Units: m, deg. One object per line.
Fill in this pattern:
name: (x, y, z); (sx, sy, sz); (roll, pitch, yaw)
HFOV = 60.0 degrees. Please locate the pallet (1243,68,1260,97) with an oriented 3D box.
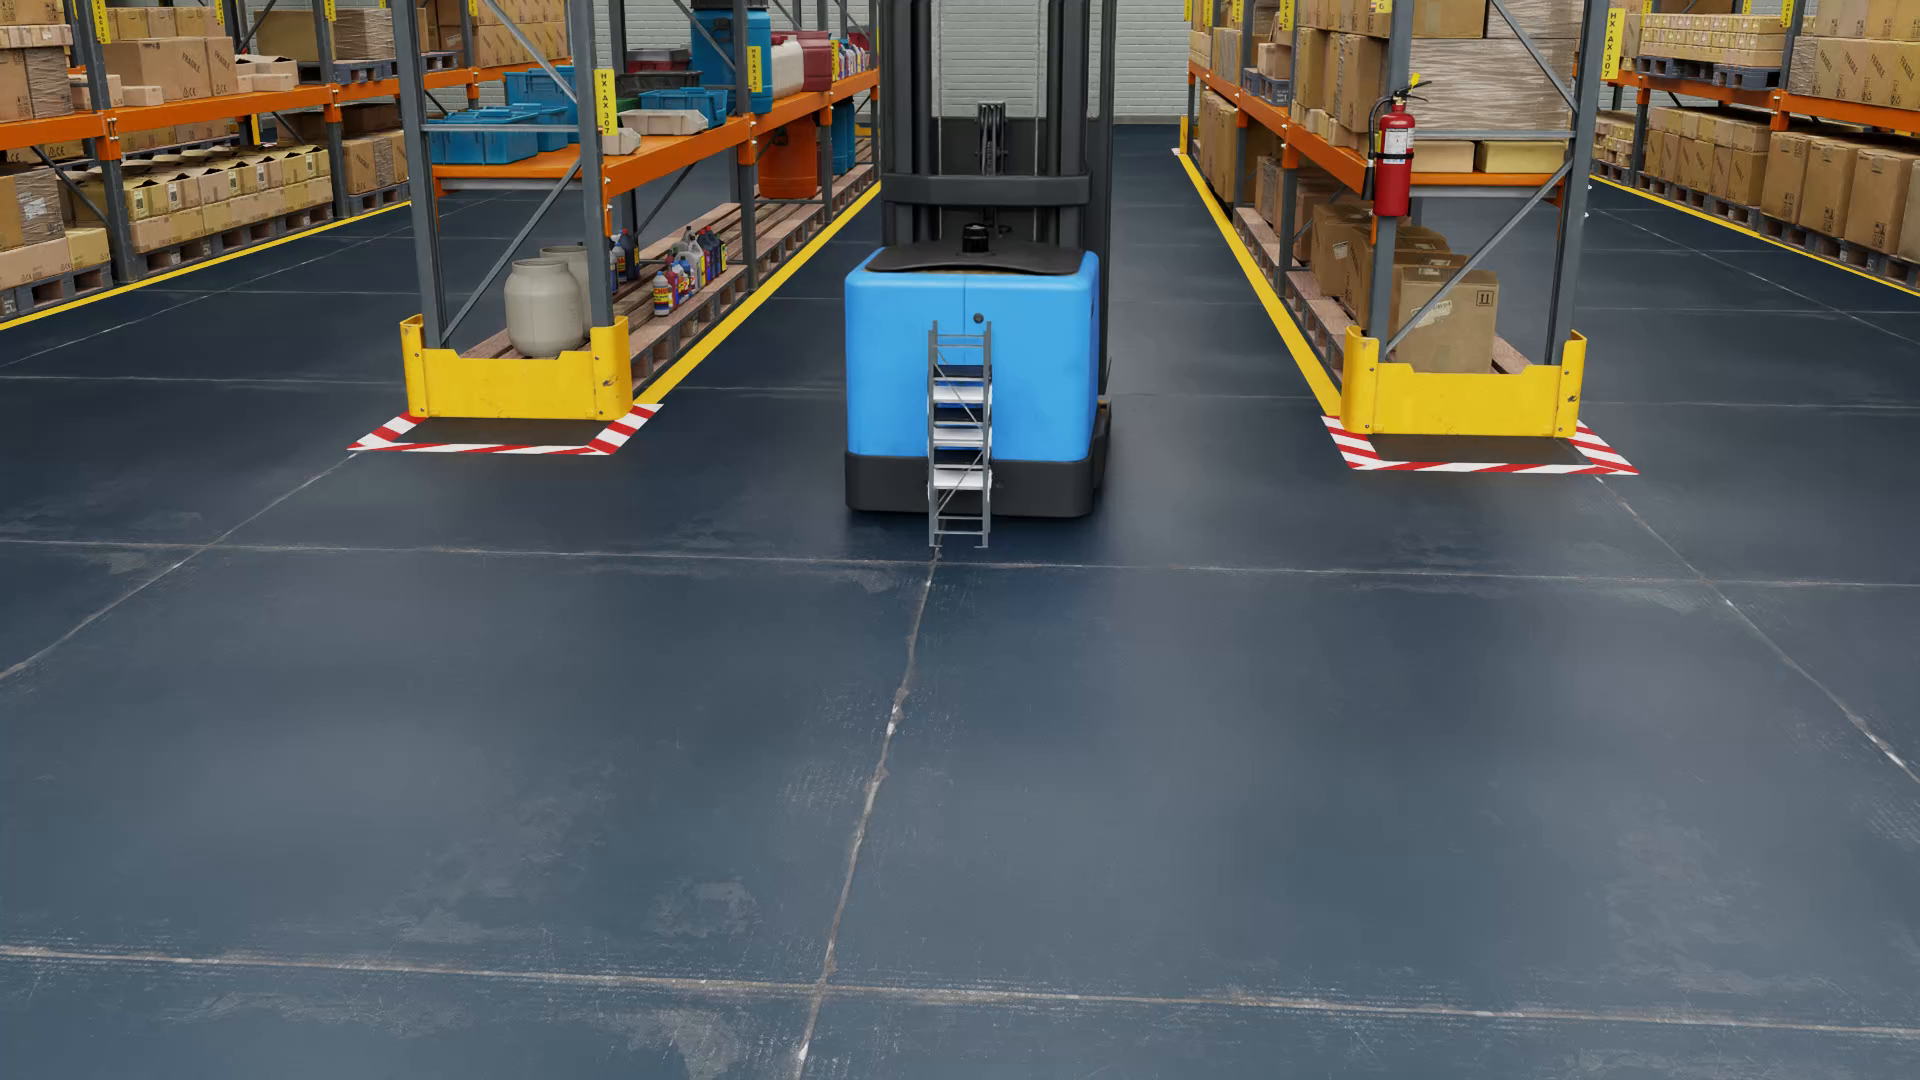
pallet: (3.224, -4.163, 15.119); (1.213, 0.211, 1.003); (1, 18, 4)

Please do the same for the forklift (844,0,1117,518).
forklift: (0.200, -1.902, 8.020); (1.130, 2.935, 3.031); (2, 18, 7)

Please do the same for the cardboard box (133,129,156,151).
cardboard box: (-11.171, -5.450, 22.077); (0.700, 0.500, 0.500); (1, 18, 3)

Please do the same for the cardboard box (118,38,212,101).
cardboard box: (-6.854, -4.063, 14.344); (0.500, 0.500, 0.500); (1, 18, 4)

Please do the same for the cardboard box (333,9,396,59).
cardboard box: (-6.523, -5.425, 17.827); (0.700, 0.500, 0.500); (5, 19, 14)

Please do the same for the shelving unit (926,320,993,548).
shelving unit: (0.001, -0.430, 6.791); (0.258, 0.900, 0.210); (1, 18, 4)

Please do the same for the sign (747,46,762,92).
sign: (-1.510, -3.462, 12.227); (0.100, 0.325, 0.005); (1, 18, 4)

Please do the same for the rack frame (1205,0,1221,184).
rack frame: (3.455, -5.720, 19.563); (1.000, 3.000, 0.127); (1, 18, 4)

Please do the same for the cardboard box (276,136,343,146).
cardboard box: (-6.879, -4.017, 17.673); (0.500, 0.500, 0.500); (2, 18, 6)

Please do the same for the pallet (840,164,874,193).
pallet: (-1.582, -4.267, 19.606); (1.003, 0.211, 1.213); (1, 18, 4)

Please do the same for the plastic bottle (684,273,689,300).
plastic bottle: (-1.865, -1.708, 11.104); (0.097, 0.201, 0.097); (0, 18, 0)

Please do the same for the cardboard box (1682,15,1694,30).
cardboard box: (7.817, -5.427, 17.443); (0.380, 0.149, 0.250); (2, 18, 6)

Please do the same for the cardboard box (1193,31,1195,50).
cardboard box: (3.408, -6.728, 22.402); (0.500, 0.250, 0.500); (1, 18, 3)

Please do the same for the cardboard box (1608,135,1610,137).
cardboard box: (8.225, -4.913, 20.525); (0.380, 0.149, 0.250); (1, 18, 4)

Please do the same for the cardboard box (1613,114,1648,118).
cardboard box: (8.848, -5.539, 21.958); (0.380, 0.149, 0.250); (1, 18, 2)

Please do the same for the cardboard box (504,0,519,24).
cardboard box: (-6.037, -6.925, 21.474); (0.500, 0.500, 0.500); (1, 18, 2)

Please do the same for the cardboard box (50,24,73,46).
cardboard box: (-6.804, -3.724, 12.270); (0.380, 0.149, 0.250); (1, 18, 4)

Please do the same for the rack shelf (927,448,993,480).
rack shelf: (0.001, -0.313, 6.829); (0.258, 0.077, 0.200); (1, 18, 4)

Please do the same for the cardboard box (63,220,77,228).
cardboard box: (-7.258, -2.486, 13.434); (0.500, 0.250, 0.500); (1, 18, 3)

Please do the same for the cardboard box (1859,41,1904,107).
cardboard box: (7.699, -3.781, 13.483); (0.500, 0.500, 0.500); (1, 18, 3)

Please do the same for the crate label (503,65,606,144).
crate label: (-2.483, -2.698, 10.284); (0.502, 0.435, 0.616); (1, 18, 4)

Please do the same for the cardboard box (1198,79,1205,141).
cardboard box: (3.776, -5.952, 23.008); (0.875, 0.875, 0.875); (1, 18, 4)

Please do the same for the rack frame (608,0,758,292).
rack frame: (-2.058, -3.346, 12.318); (1.000, 3.000, 0.127); (1, 18, 4)

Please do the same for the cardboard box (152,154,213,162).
cardboard box: (-7.110, -3.382, 15.267); (0.500, 0.311, 0.500); (1, 18, 2)

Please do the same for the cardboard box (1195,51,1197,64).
cardboard box: (3.298, -6.341, 21.861); (0.380, 0.149, 0.250); (1, 18, 3)

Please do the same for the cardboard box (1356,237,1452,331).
cardboard box: (2.729, -1.579, 10.264); (0.500, 0.500, 0.500); (3, 18, 9)

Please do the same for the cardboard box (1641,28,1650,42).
cardboard box: (7.908, -5.688, 18.715); (0.380, 0.149, 0.250); (2, 18, 5)

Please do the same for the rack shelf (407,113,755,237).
rack shelf: (-2.202, -2.383, 10.534); (1.077, 0.370, 4.000); (1, 18, 4)

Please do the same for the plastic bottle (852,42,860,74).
plastic bottle: (-1.224, -5.515, 19.015); (0.144, 0.351, 0.185); (1, 18, 4)

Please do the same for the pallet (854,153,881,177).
pallet: (-1.471, -4.735, 21.034); (1.003, 0.211, 1.213); (1, 18, 4)

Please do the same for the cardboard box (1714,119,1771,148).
cardboard box: (7.921, -4.079, 16.690); (0.500, 0.250, 0.500); (2, 18, 5)

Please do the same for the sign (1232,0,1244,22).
sign: (2.615, -5.039, 15.626); (0.100, 0.325, 0.005); (1, 18, 4)

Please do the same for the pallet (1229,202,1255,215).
pallet: (3.300, -3.396, 16.948); (1.003, 0.211, 1.213); (1, 18, 4)

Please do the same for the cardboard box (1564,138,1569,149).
cardboard box: (8.250, -5.272, 22.100); (0.380, 0.149, 0.250); (2, 18, 5)

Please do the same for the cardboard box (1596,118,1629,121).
cardboard box: (8.309, -5.303, 21.240); (0.380, 0.149, 0.250); (1, 18, 4)

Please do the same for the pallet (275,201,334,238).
pallet: (-6.810, -3.120, 16.107); (1.003, 0.211, 1.213); (1, 18, 4)

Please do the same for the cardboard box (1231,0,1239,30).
cardboard box: (3.357, -5.833, 18.135); (0.797, 0.503, 0.637); (1, 18, 5)

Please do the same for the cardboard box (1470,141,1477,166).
cardboard box: (2.890, -2.034, 8.718); (0.380, 0.149, 0.250); (1, 18, 4)

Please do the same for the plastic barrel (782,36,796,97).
plastic barrel: (-1.662, -4.186, 14.703); (0.421, 0.512, 0.421); (0, 18, 0)

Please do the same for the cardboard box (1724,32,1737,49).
cardboard box: (7.724, -4.886, 16.267); (0.380, 0.149, 0.250); (2, 18, 5)

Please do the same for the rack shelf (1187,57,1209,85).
rack shelf: (3.599, -6.000, 21.571); (1.077, 0.370, 4.000); (1, 18, 4)

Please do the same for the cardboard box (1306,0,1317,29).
cardboard box: (2.562, -3.610, 10.879); (0.500, 0.500, 0.500); (1, 18, 4)

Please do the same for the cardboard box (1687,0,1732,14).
cardboard box: (8.671, -6.377, 19.323); (0.500, 0.500, 0.500); (2, 18, 5)

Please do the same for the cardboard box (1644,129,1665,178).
cardboard box: (8.078, -4.366, 18.771); (0.500, 0.500, 0.500); (2, 18, 6)

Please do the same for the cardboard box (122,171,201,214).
cardboard box: (-6.679, -2.895, 13.783); (0.500, 0.311, 0.500); (1, 18, 3)

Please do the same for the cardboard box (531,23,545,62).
cardboard box: (-5.974, -6.771, 22.610); (0.500, 0.500, 0.500); (1, 18, 4)

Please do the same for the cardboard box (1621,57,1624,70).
cardboard box: (8.171, -5.717, 19.956); (0.380, 0.149, 0.250); (2, 18, 6)

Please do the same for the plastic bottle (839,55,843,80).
plastic bottle: (-1.300, -5.049, 17.720); (0.097, 0.271, 0.097); (0, 18, 0)

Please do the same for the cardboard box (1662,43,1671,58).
cardboard box: (7.853, -5.304, 18.023); (0.380, 0.149, 0.250); (1, 18, 4)

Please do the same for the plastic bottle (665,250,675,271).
plastic bottle: (-1.976, -1.850, 11.407); (0.061, 0.283, 0.133); (1, 18, 4)

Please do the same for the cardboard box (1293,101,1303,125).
cardboard box: (2.536, -2.979, 11.600); (0.380, 0.149, 0.250); (1, 18, 4)

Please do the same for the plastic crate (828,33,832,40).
plastic crate: (-1.791, -6.004, 20.359); (0.392, 0.384, 0.575); (1, 18, 4)
